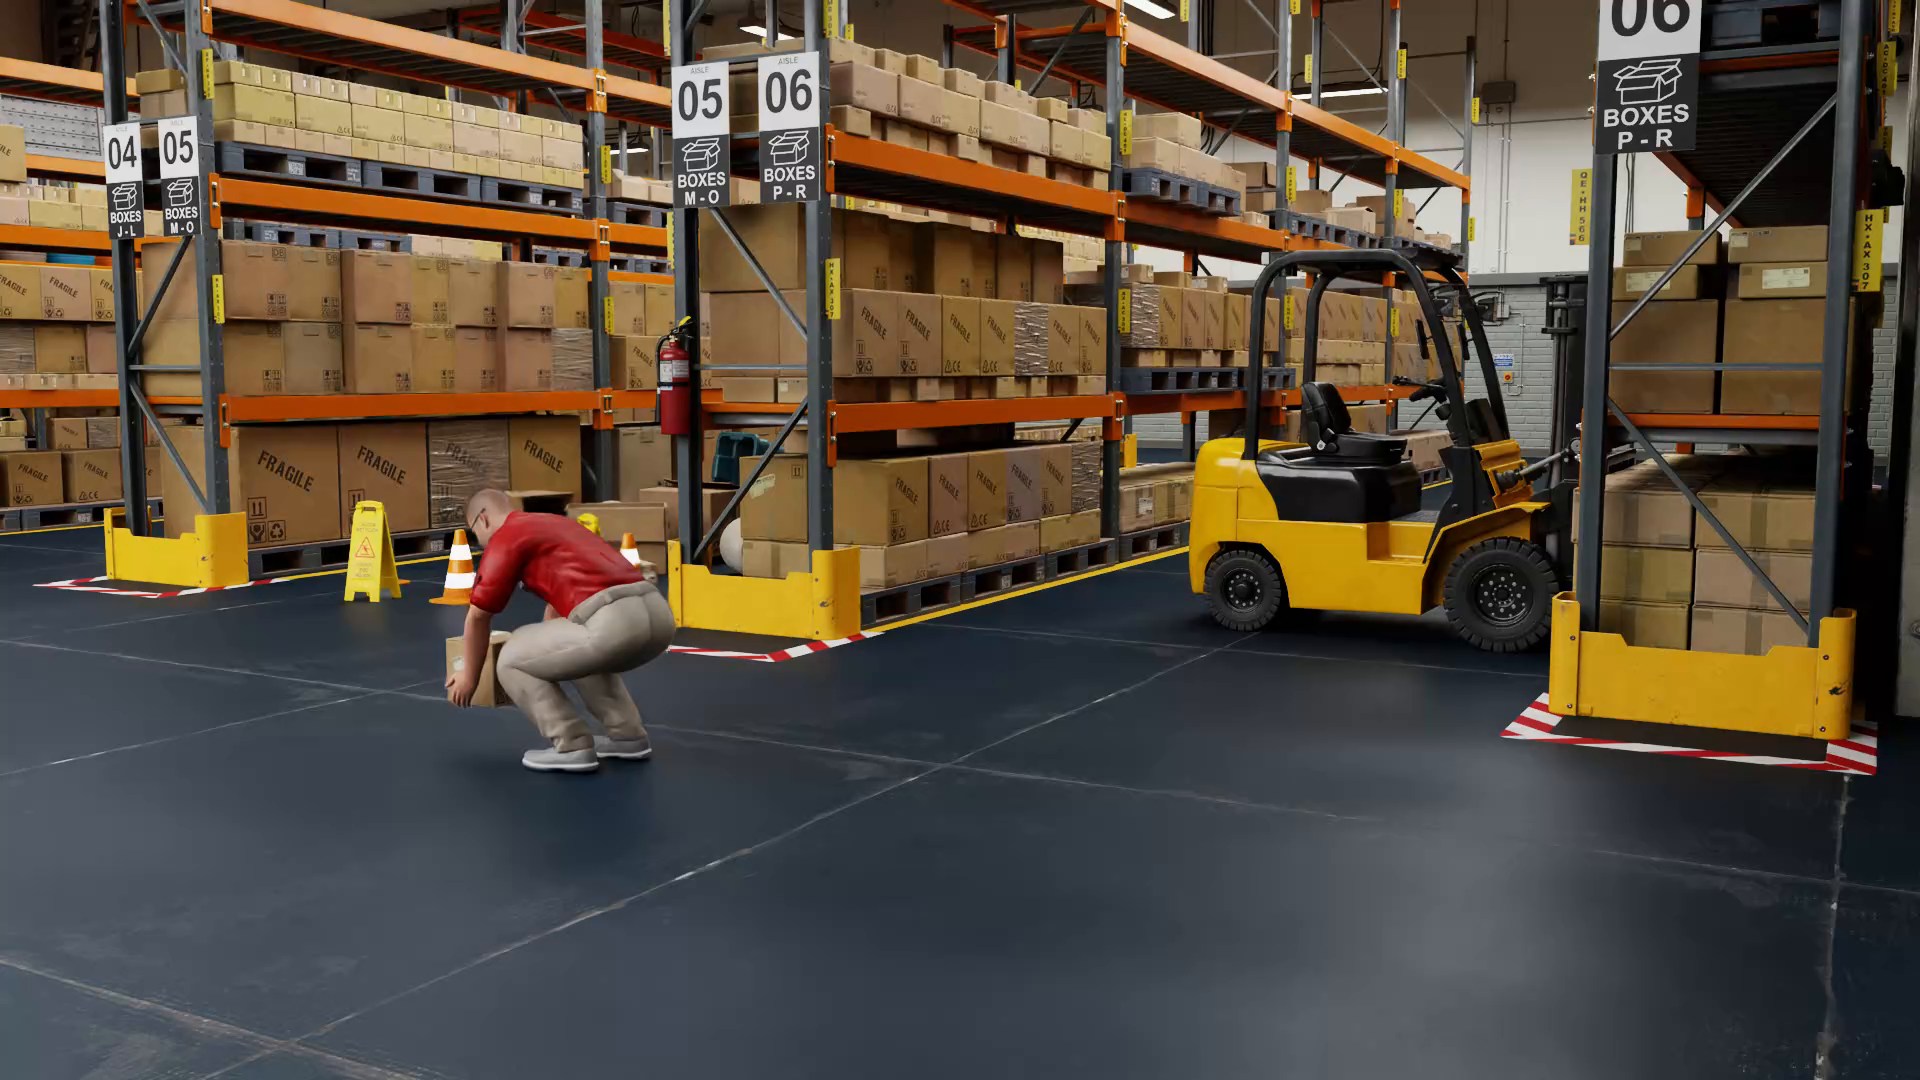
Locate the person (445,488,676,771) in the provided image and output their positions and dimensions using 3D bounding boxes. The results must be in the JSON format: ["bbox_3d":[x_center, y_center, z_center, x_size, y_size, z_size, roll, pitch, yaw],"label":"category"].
[{"bbox_3d":[-1.525,0.334,6.324,0.864,1.046,0.570,3,7,28],"label":"person"}]
